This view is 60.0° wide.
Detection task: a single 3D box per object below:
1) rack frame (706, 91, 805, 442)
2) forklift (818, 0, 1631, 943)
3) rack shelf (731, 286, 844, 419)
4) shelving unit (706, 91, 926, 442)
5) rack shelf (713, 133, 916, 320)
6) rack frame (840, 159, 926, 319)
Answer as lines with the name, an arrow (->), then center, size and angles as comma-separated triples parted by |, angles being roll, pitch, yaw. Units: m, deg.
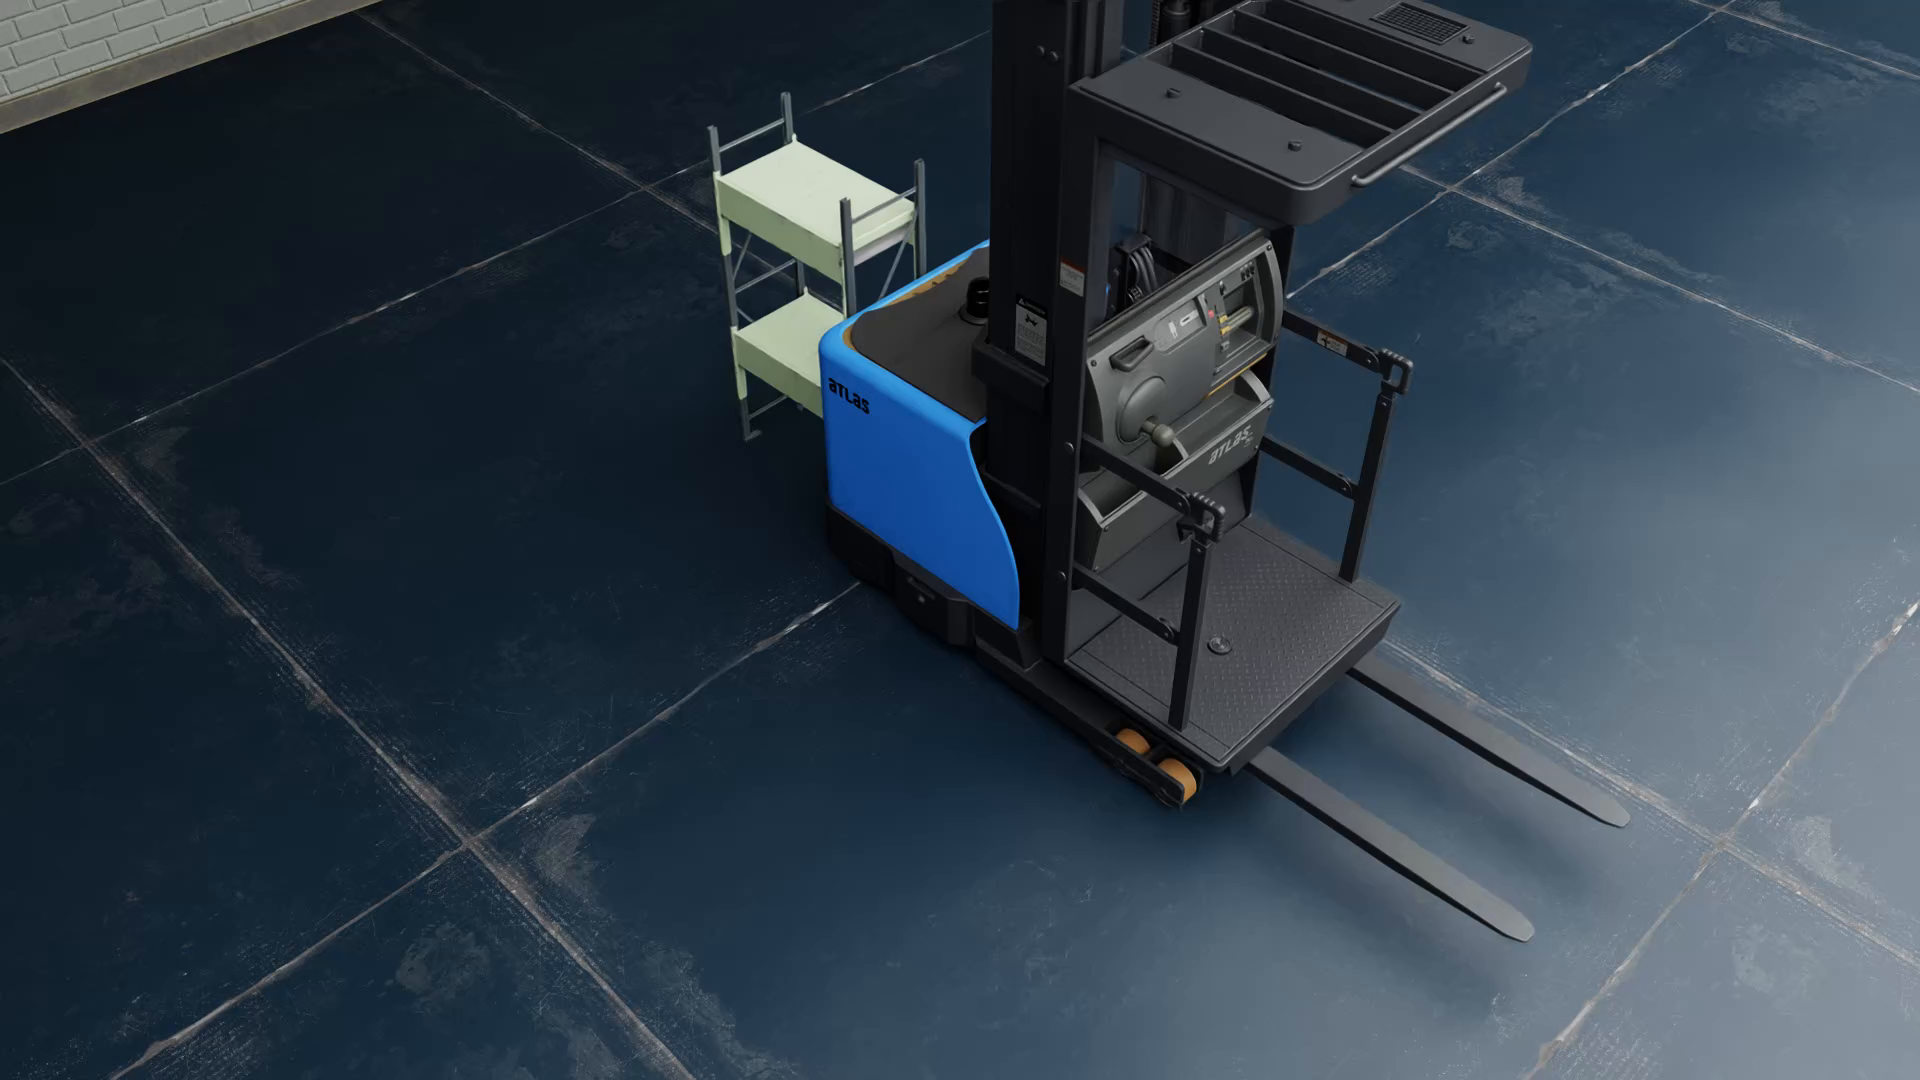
rack frame -> -0.800, -1.078, 6.811 | 0.023, 1.500, 0.400 | 33, 52, 31
forklift -> 0.880, -0.559, 5.195 | 3.031, 2.935, 1.130 | 33, 52, 31
rack shelf -> -0.538, -0.665, 6.845 | 0.720, 0.370, 0.431 | 33, 52, 31
shelving unit -> -0.538, -0.904, 6.624 | 0.755, 1.500, 0.431 | 33, 52, 31
rack shelf -> -0.538, -1.191, 6.359 | 0.720, 0.370, 0.431 | 33, 52, 31
rack frame -> -0.276, -0.731, 6.436 | 0.023, 1.500, 0.400 | 33, 52, 31
